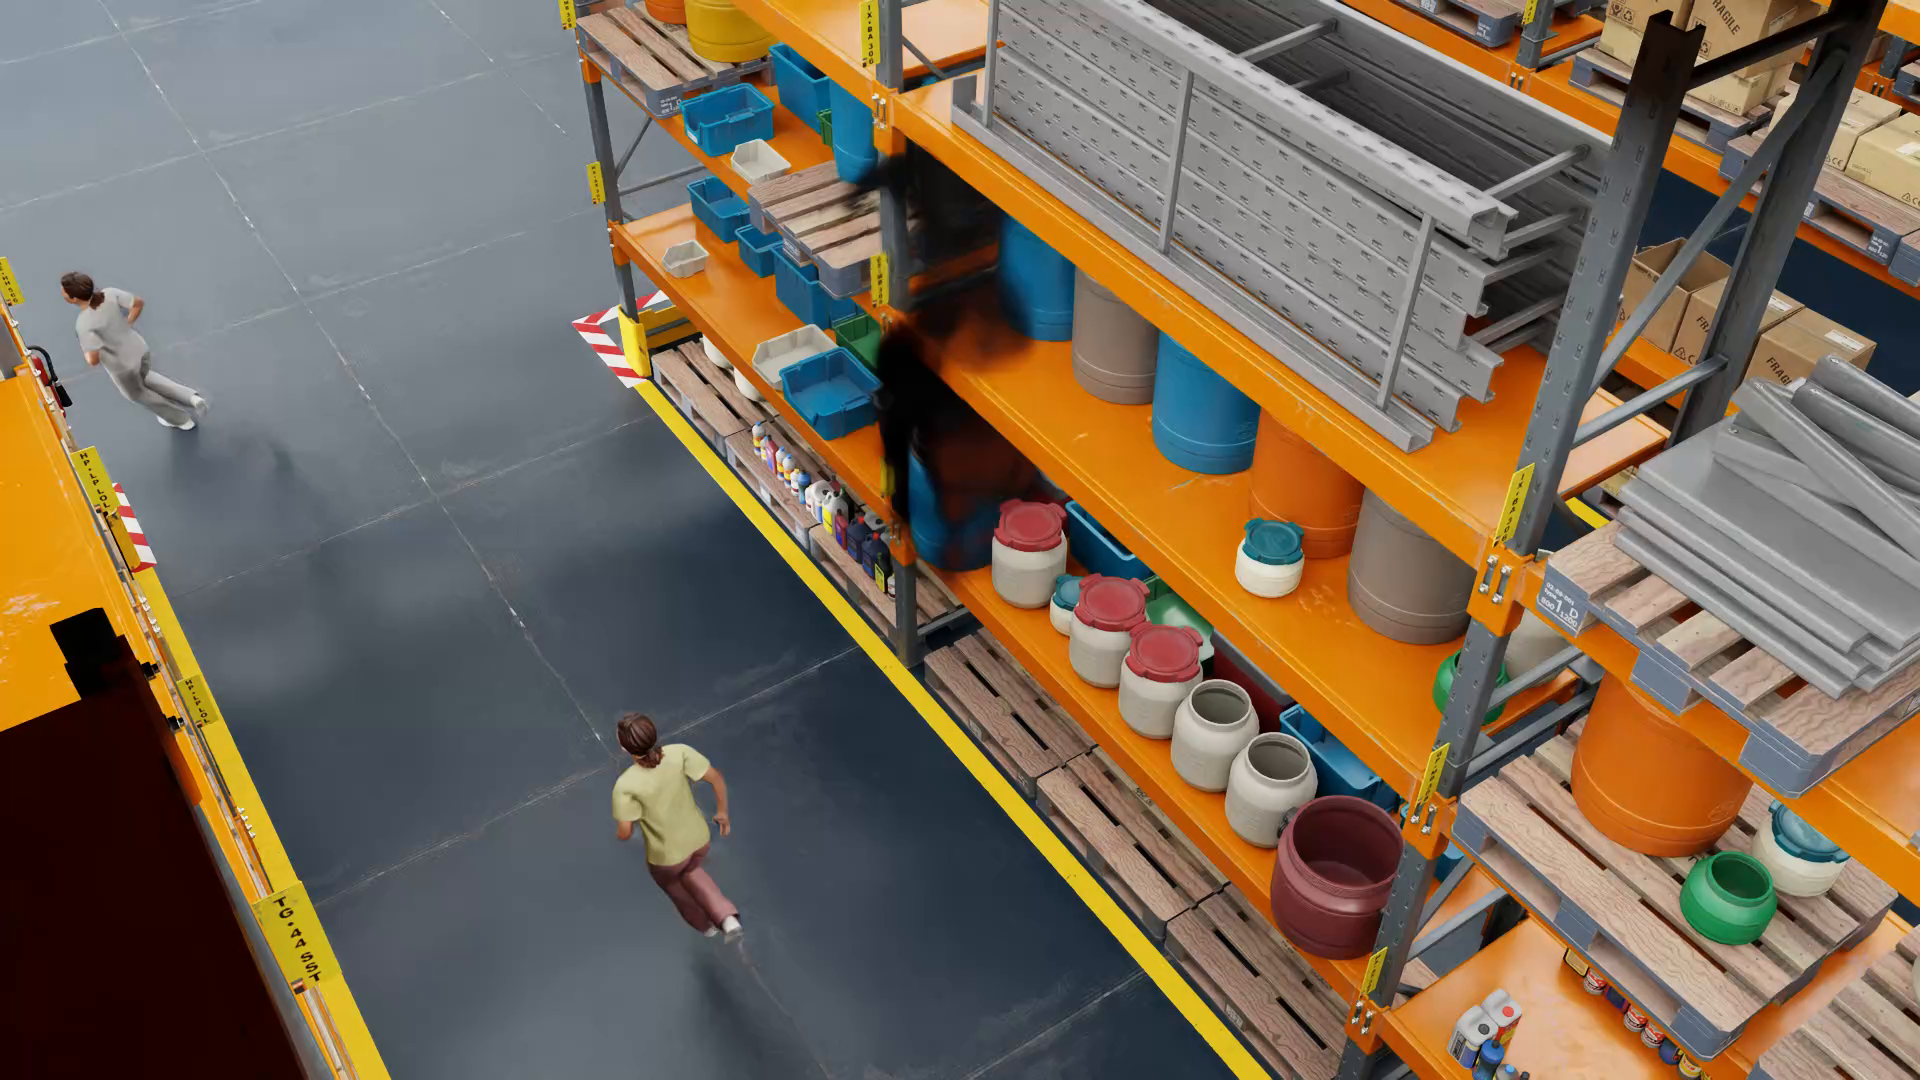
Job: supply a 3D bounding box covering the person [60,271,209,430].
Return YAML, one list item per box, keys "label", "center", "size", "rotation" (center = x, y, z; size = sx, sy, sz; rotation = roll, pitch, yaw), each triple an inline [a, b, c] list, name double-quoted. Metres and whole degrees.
- label: "person"
  center: [-5.997, -1.308, 12.016]
  size: [0.578, 1.595, 0.649]
  rotation: [8, 43, 8]

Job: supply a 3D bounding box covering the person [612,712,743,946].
- label: "person"
  center: [-1.411, 1.578, 8.466]
  size: [0.735, 1.610, 0.575]
  rotation: [31, 51, 30]
